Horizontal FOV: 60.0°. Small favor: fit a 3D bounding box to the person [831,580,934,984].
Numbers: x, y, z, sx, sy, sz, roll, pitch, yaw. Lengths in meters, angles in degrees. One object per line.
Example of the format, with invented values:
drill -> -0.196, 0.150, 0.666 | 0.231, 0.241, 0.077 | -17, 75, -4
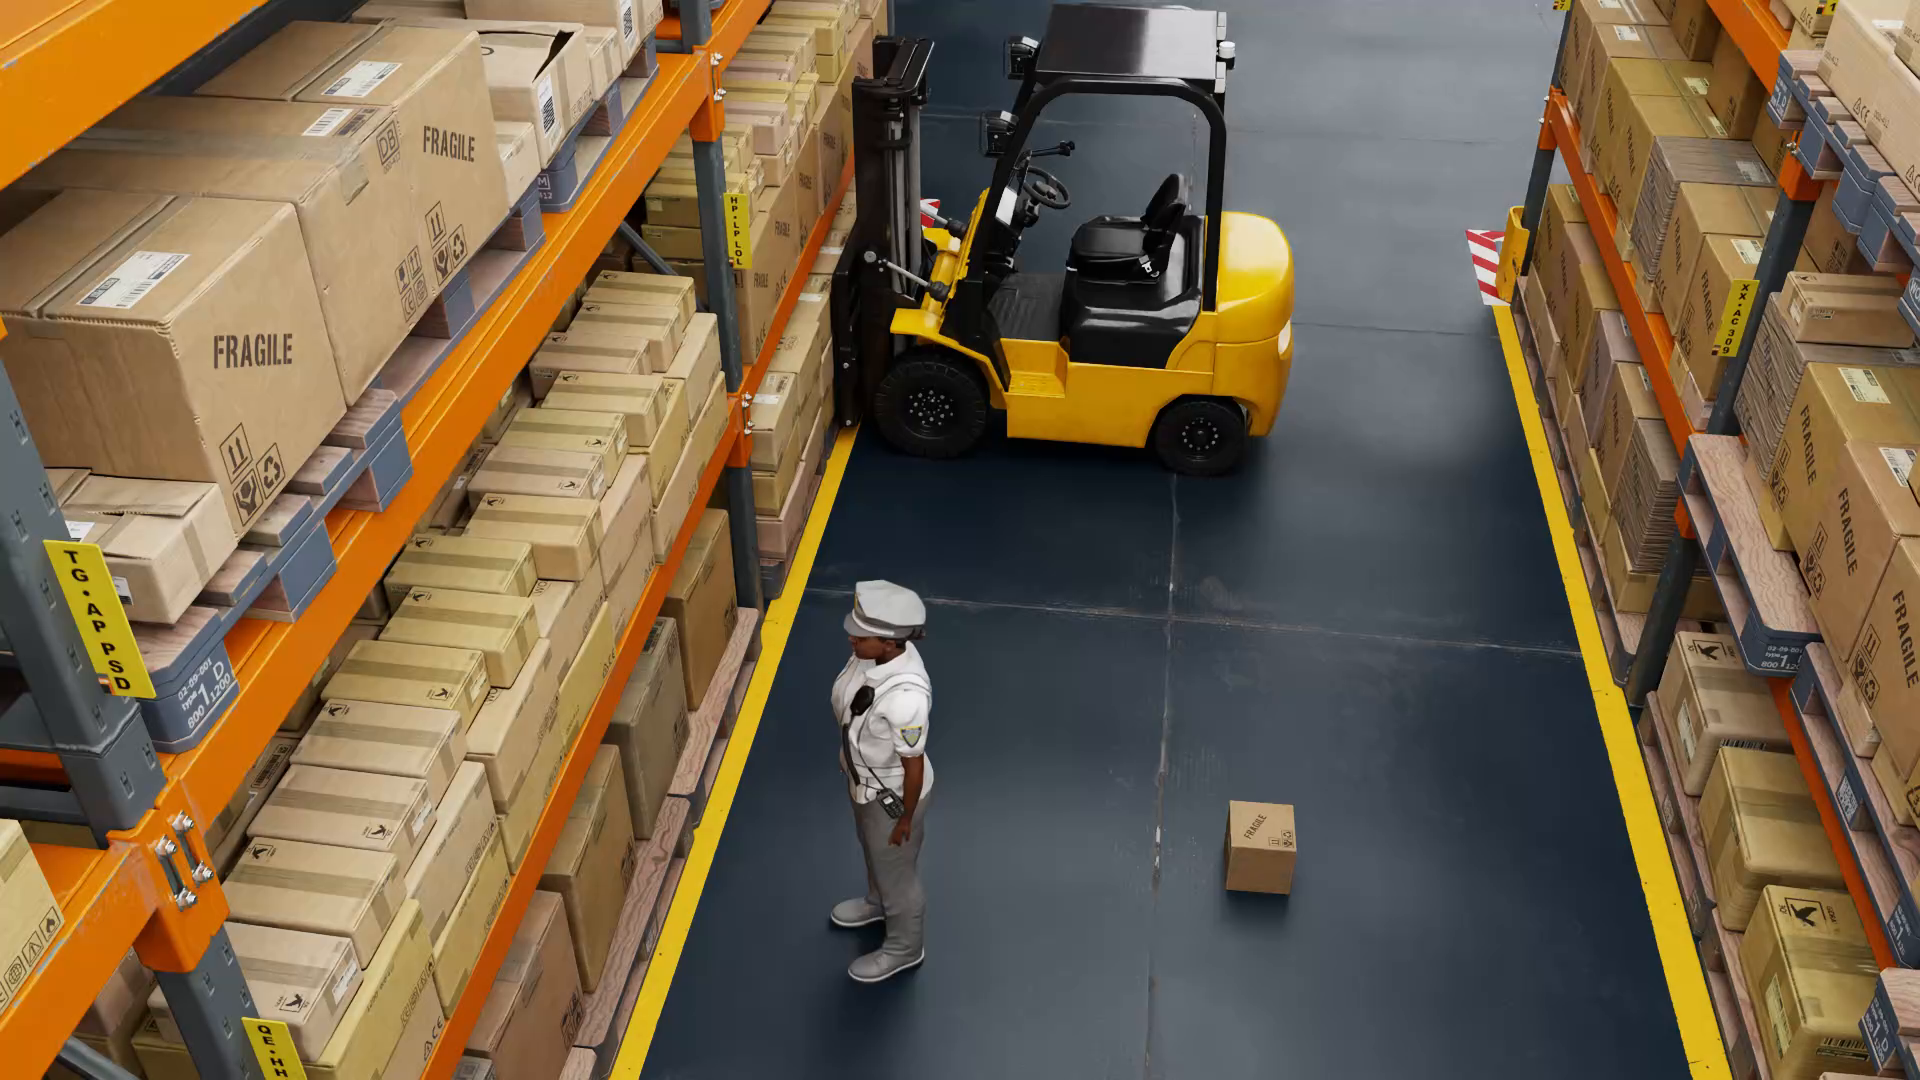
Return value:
person -> -0.284, 0.851, 5.857 | 0.361, 1.694, 0.448 | -10, 37, -13
